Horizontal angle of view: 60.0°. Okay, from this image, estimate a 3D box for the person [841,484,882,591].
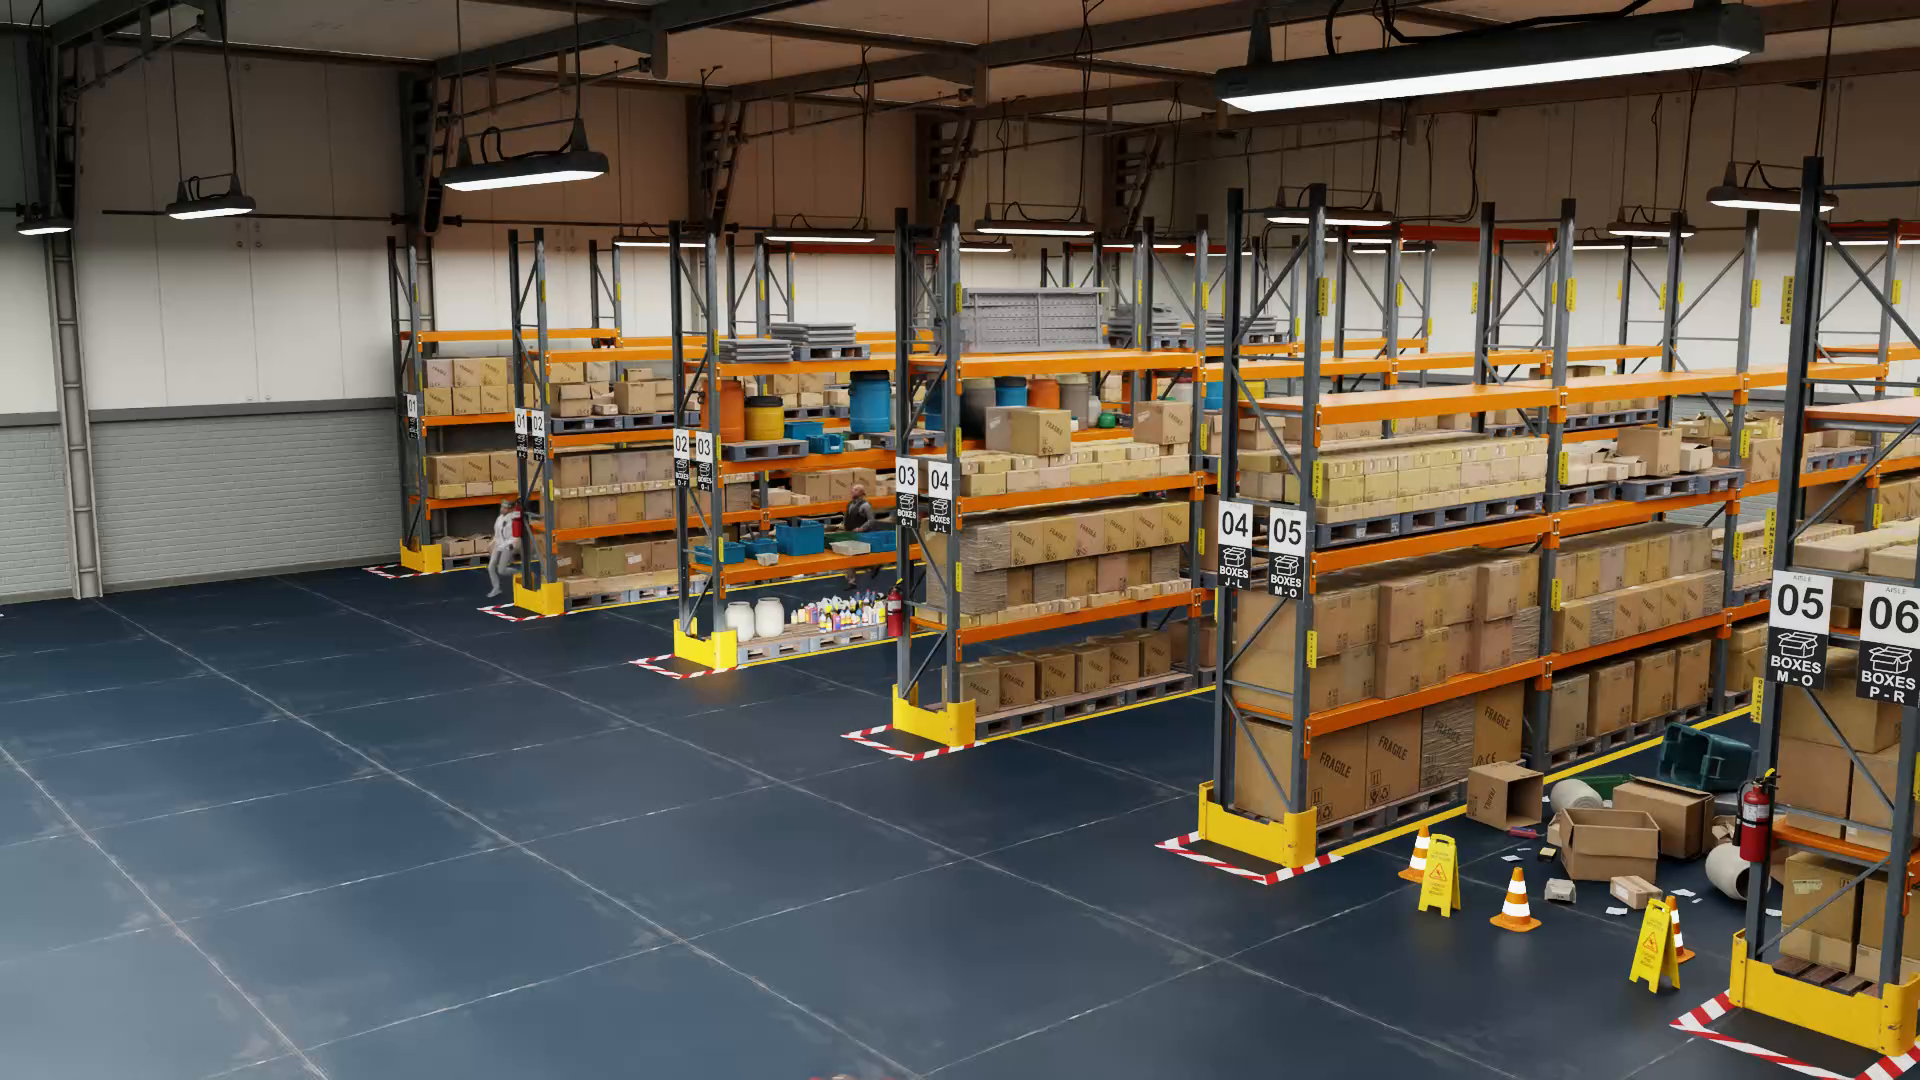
[{"bbox_3d":[-1.618,-0.048,26.715,0.722,1.709,0.661,-8,12,-41],"label":"person"}]

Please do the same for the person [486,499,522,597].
[{"bbox_3d":[-7.536,0.126,27.717,0.657,1.662,0.679,7,11,39],"label":"person"}]
